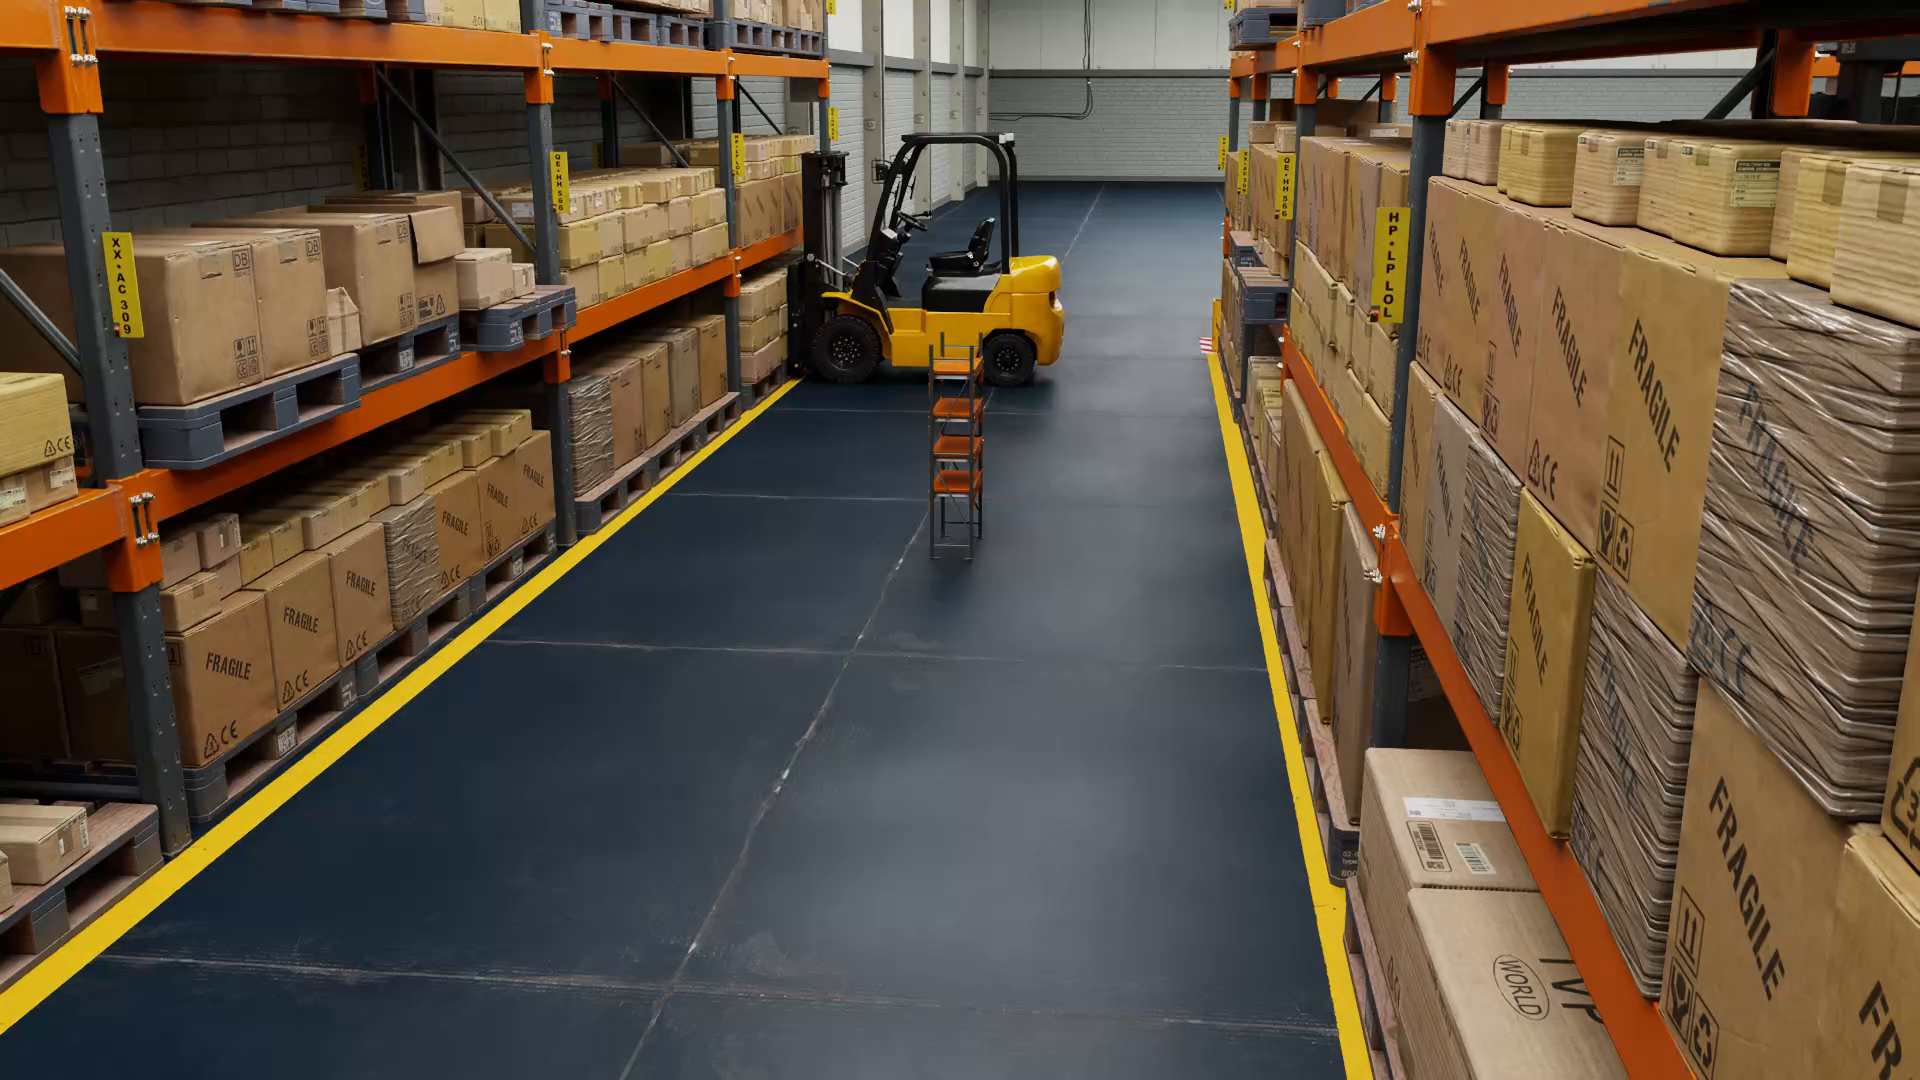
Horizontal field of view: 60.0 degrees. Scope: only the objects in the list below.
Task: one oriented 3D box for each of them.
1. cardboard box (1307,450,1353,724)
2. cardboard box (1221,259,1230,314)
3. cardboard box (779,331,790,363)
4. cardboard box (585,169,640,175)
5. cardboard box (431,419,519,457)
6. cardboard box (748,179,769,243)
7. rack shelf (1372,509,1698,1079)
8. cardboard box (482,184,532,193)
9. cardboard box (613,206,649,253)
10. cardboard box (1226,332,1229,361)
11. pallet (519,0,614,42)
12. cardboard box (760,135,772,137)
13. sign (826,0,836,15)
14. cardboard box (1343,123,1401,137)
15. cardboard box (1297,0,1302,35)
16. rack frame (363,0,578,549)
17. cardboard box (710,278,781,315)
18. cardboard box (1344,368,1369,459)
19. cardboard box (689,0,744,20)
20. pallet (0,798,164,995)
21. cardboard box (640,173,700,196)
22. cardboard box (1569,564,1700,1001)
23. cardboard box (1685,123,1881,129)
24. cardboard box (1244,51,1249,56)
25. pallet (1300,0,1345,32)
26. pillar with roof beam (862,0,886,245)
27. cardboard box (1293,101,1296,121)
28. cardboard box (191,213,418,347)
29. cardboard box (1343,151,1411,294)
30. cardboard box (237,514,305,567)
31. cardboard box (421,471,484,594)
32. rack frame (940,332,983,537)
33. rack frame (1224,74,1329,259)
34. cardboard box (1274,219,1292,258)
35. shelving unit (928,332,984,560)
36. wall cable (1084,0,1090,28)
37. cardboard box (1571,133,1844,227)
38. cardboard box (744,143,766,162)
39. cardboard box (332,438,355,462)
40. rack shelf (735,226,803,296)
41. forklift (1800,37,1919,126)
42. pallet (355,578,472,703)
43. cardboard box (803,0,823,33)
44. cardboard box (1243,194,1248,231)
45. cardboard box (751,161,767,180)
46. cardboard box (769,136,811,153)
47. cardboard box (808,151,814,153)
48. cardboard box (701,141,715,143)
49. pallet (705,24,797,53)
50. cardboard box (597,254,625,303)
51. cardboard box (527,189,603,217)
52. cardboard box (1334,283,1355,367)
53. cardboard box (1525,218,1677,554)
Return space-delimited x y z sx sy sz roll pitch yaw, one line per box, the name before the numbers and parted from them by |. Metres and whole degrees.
cardboard box | 1.854 0.177 6.525 0.875 0.875 0.875 2 15 8
cardboard box | 2.756 -2.390 15.782 0.500 0.500 0.500 1 15 4
cardboard box | -1.792 -1.725 14.758 0.500 0.250 0.500 2 15 7
cardboard box | -2.595 -2.676 12.379 0.380 0.149 0.250 1 15 4
cardboard box | -2.515 -0.532 8.626 0.380 0.149 0.250 1 15 3
cardboard box | -1.908 -2.759 13.928 0.500 0.500 0.500 2 15 7
rack shelf | 1.544 0.618 3.007 1.077 0.370 4.000 2 15 6
cardboard box | -2.802 -2.150 10.432 0.380 0.149 0.250 2 15 6
cardboard box | -2.284 -1.972 10.539 0.500 0.250 0.500 1 15 5
cardboard box | 2.644 -1.760 14.889 0.500 0.250 0.500 3 15 10
pallet | -2.724 -2.966 9.499 1.213 0.211 1.003 2 15 9
cardboard box | -2.059 -3.930 16.444 0.380 0.149 0.250 1 15 5
sign | -1.271 -5.323 16.310 0.100 0.325 0.005 2 15 6
cardboard box | 2.780 -2.725 11.184 0.380 0.149 0.250 1 15 5
cardboard box | 2.365 -3.180 9.730 0.797 0.503 0.637 2 15 6
rack frame | -2.711 -1.430 9.206 1.000 3.000 0.127 2 15 6
cardboard box | -1.826 -2.074 14.135 0.500 0.250 0.500 2 15 6
cardboard box | 1.628 -0.431 5.798 0.500 0.250 0.500 1 15 5
cardboard box | -1.908 -4.153 13.013 0.380 0.149 0.250 2 15 7
pallet | -3.241 1.131 5.074 1.003 0.211 1.213 2 15 6
cardboard box | -2.067 -2.533 11.848 0.380 0.149 0.250 1 15 5
cardboard box | 1.230 0.345 2.448 0.500 0.500 0.500 2 15 8
cardboard box | 1.876 -0.873 3.794 0.380 0.149 0.250 2 15 6
cardboard box | 2.632 -4.206 14.203 0.380 0.149 0.250 1 15 5
pallet | 2.201 -2.473 7.678 1.213 0.211 1.003 2 15 9
pillar with roof beam | 2.849 -9.233 26.567 9.100 9.000 0.400 2 15 6
cardboard box | 3.017 -3.237 13.209 0.700 0.500 0.500 2 15 7
cardboard box | -2.739 -1.101 6.990 0.700 0.500 0.500 2 15 6
cardboard box | 1.698 -1.167 6.125 0.500 0.500 0.500 2 15 8
cardboard box | -2.868 0.000 6.657 0.380 0.149 0.250 1 15 5
cardboard box | -2.669 -0.045 8.067 0.500 0.500 0.500 2 15 9
rack frame | 0.009 -0.600 9.581 0.240 1.200 0.015 2 15 6
rack frame | 3.124 -3.360 16.342 1.000 3.000 0.127 2 15 6
cardboard box | 1.996 -1.806 9.028 0.500 0.500 0.500 1 15 5
shelving unit | -0.019 -0.536 9.347 0.258 1.200 0.503 2 15 6
wall cable | 4.937 -15.613 46.434 3.097 2.526 0.112 2 15 6
cardboard box | 1.286 -0.623 2.870 0.380 0.149 0.250 2 15 6
cardboard box | -1.839 -3.247 13.921 0.380 0.149 0.250 2 15 8
cardboard box | -3.208 -0.411 8.176 0.380 0.149 0.250 1 15 4
rack shelf | -2.034 -2.639 15.055 1.077 0.370 4.000 2 15 6
forklift | 5.006 -1.388 9.179 1.130 2.935 3.031 2 15 7
pallet | -2.973 0.424 7.691 1.003 0.211 1.213 2 15 6
cardboard box | -1.616 -5.131 15.955 0.500 0.500 0.500 2 15 8
cardboard box | 2.475 -2.637 12.907 0.500 0.500 0.500 1 15 5
cardboard box | -1.832 -3.102 13.952 0.380 0.149 0.250 2 15 7
cardboard box | -1.639 -3.778 15.882 0.380 0.149 0.250 2 15 8
cardboard box | -1.569 -3.701 16.170 0.380 0.149 0.250 2 15 7
cardboard box | -2.348 -3.396 14.470 0.380 0.149 0.250 2 15 6
pallet | -2.049 -4.411 14.650 1.003 0.211 1.213 2 15 6
cardboard box | -2.357 -1.596 10.106 0.500 0.250 0.500 1 15 5
cardboard box | -2.350 -2.003 9.887 0.380 0.149 0.250 2 15 8
cardboard box | 1.679 -0.803 6.213 0.500 0.250 0.500 2 15 8
cardboard box | 1.284 -0.268 2.801 0.500 0.500 0.500 2 15 6
